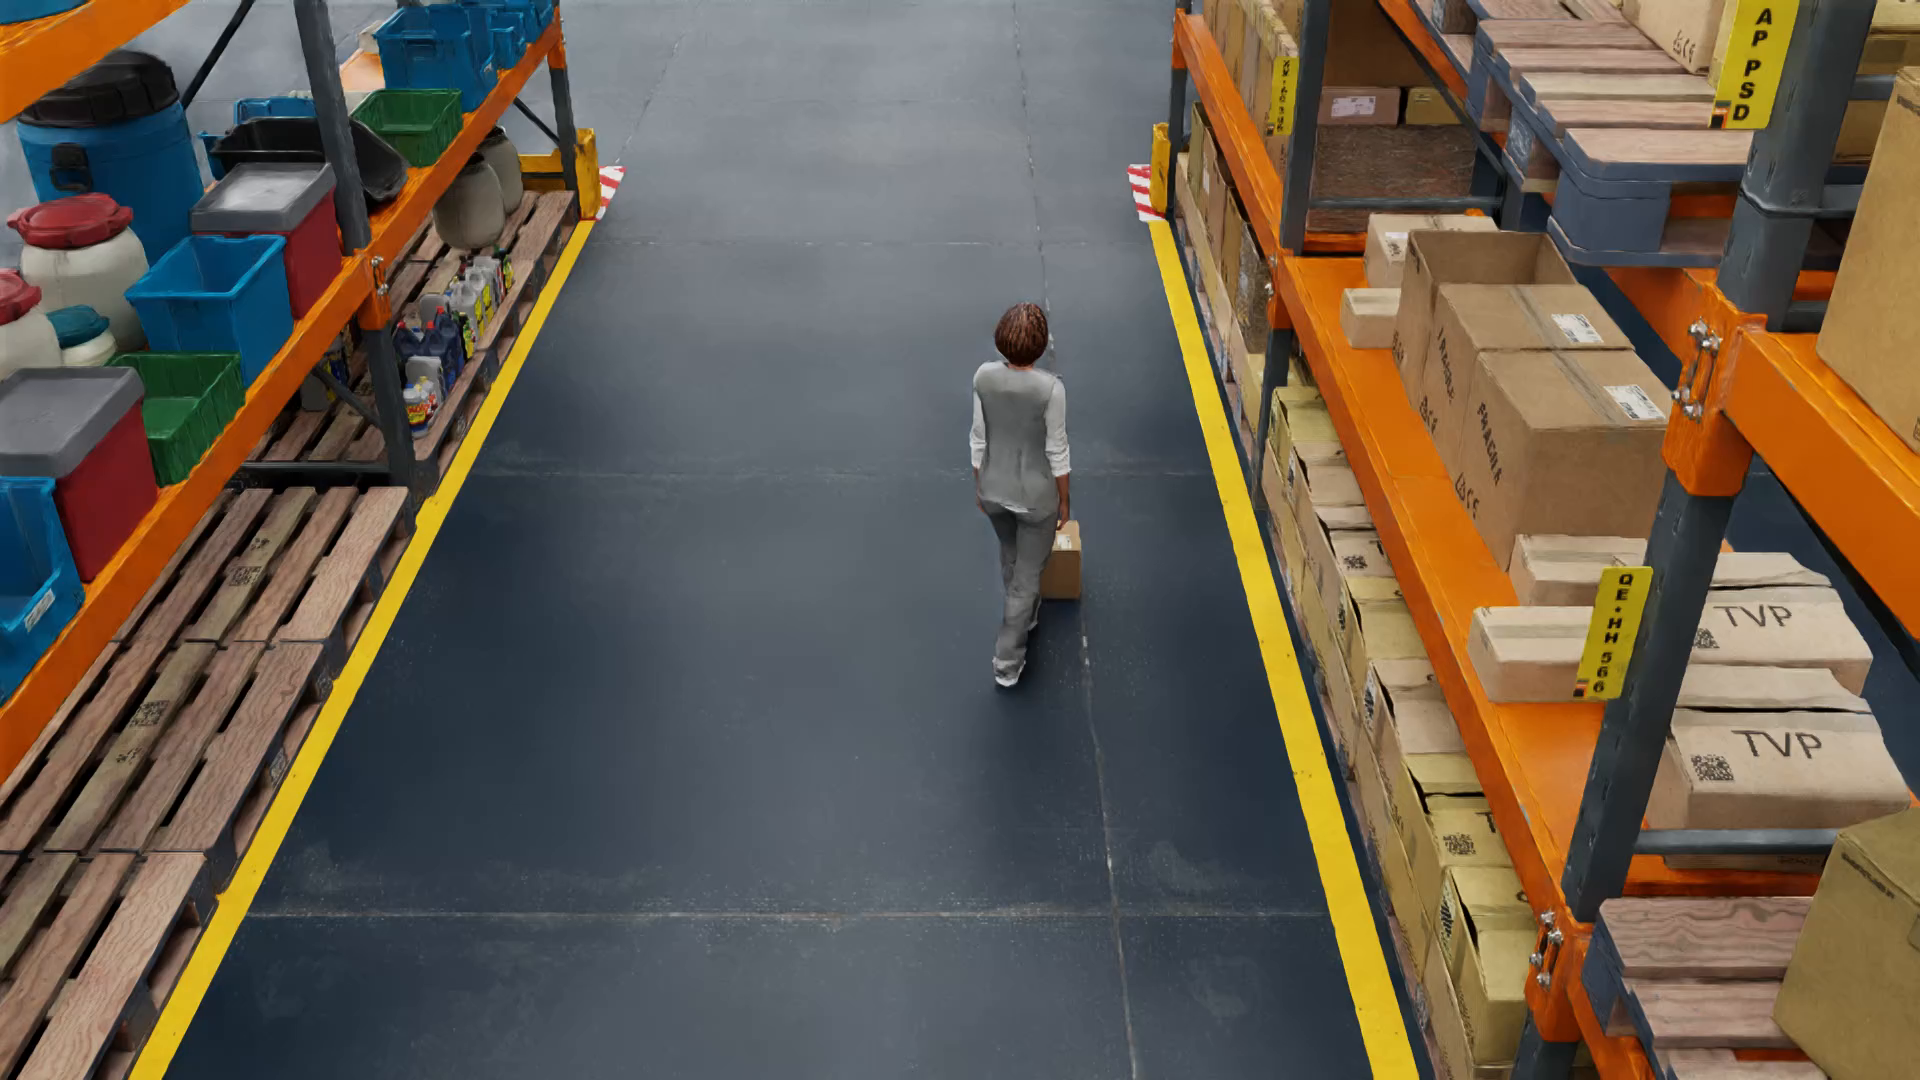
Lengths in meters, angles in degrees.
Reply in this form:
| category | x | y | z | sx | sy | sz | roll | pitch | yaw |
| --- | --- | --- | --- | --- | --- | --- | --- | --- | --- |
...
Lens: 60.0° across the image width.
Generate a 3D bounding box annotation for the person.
| category | x | y | z | sx | sy | sz | roll | pitch | yaw |
| --- | --- | --- | --- | --- | --- | --- | --- | --- | --- |
| person | 0.280 | -0.224 | 6.490 | 0.402 | 1.590 | 0.664 | 16 | 35 | 23 |
